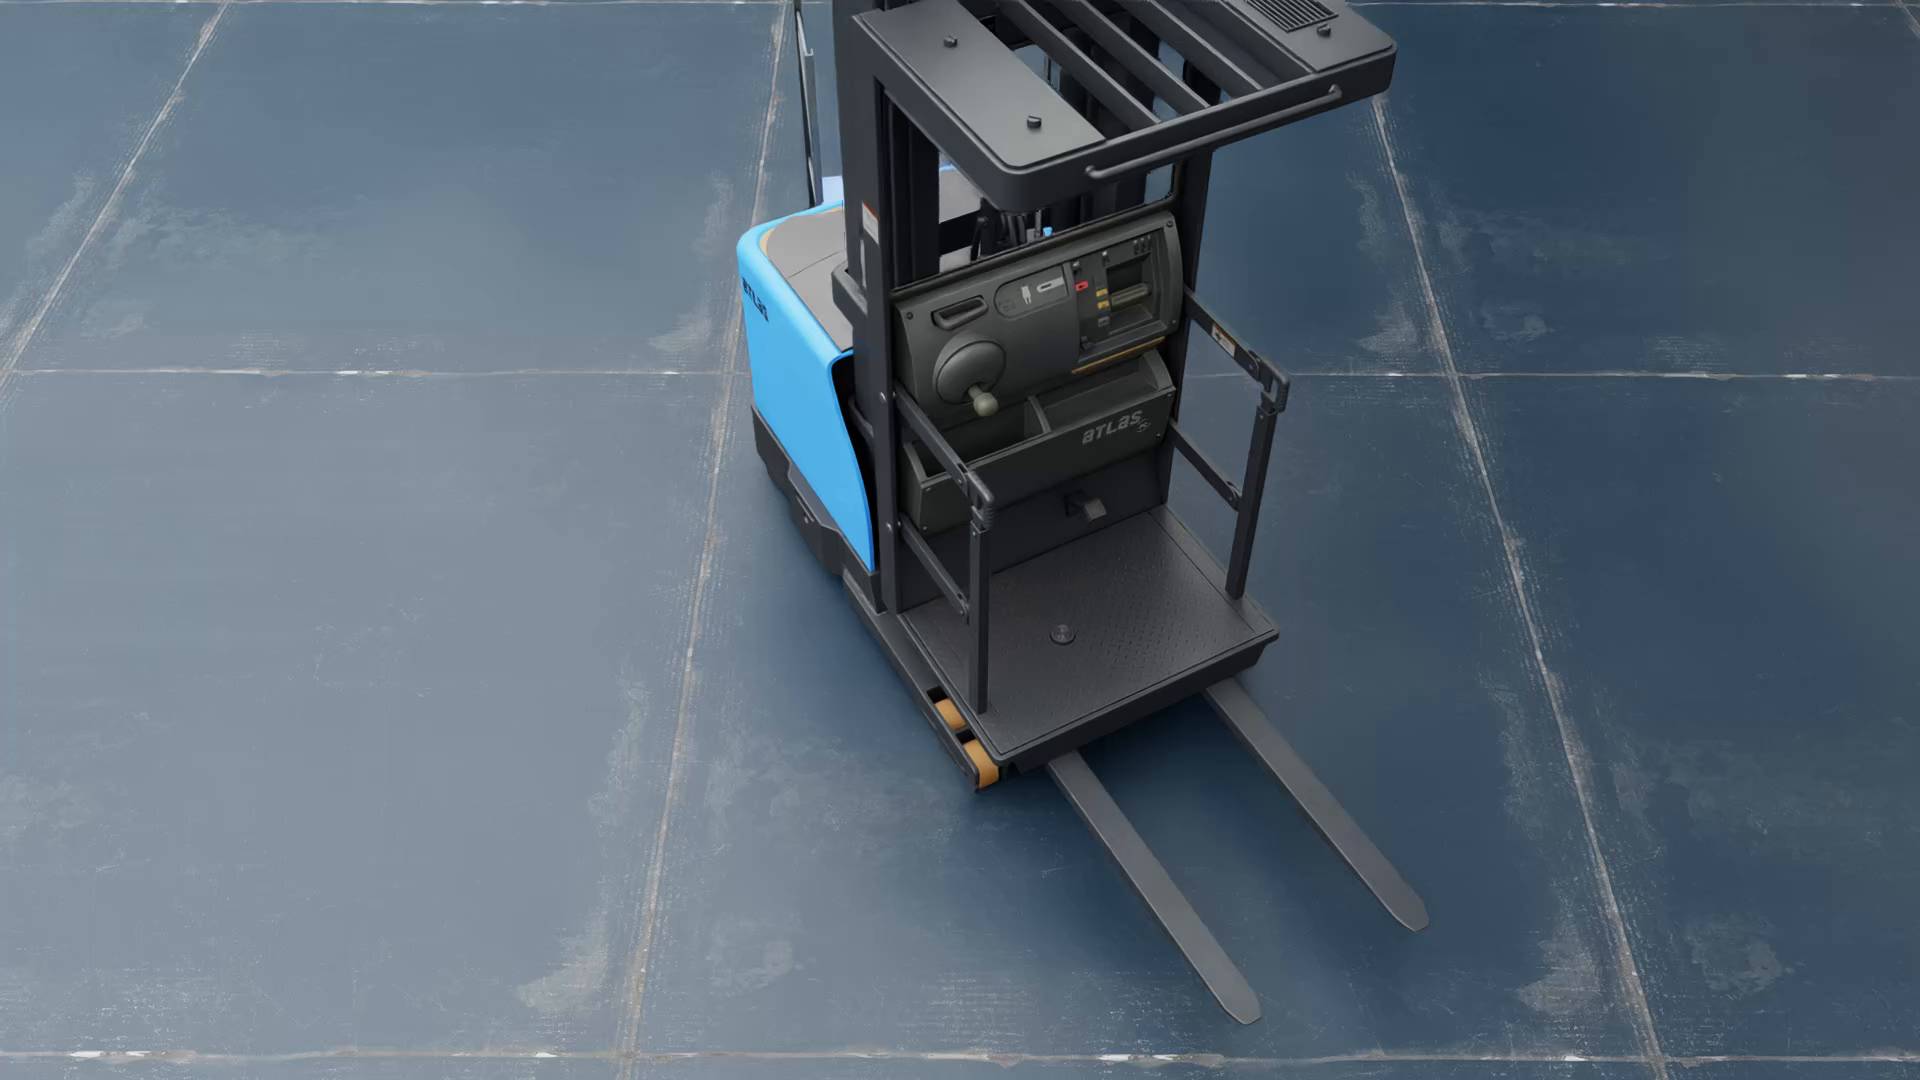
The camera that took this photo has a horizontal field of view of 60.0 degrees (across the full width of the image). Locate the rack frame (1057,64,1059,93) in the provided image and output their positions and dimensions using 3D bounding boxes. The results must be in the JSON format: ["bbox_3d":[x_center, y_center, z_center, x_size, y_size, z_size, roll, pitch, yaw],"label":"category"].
[{"bbox_3d":[0.439,-1.469,6.593,0.032,1.500,0.500,-7,47,-6],"label":"rack frame"}]

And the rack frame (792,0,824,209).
[{"bbox_3d":[-0.564,-1.349,6.481,0.032,1.500,0.500,-7,47,-6],"label":"rack frame"}]

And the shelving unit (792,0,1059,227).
[{"bbox_3d":[-0.063,-1.409,6.537,1.048,1.500,0.538,-7,47,-6],"label":"shelving unit"}]

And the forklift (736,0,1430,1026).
[{"bbox_3d":[0.359,-0.567,4.776,1.130,2.935,3.031,-22,51,-19],"label":"forklift"}]

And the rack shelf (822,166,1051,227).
[{"bbox_3d":[-0.063,-1.287,6.669,1.000,0.185,0.538,-7,47,-6],"label":"rack shelf"}]
